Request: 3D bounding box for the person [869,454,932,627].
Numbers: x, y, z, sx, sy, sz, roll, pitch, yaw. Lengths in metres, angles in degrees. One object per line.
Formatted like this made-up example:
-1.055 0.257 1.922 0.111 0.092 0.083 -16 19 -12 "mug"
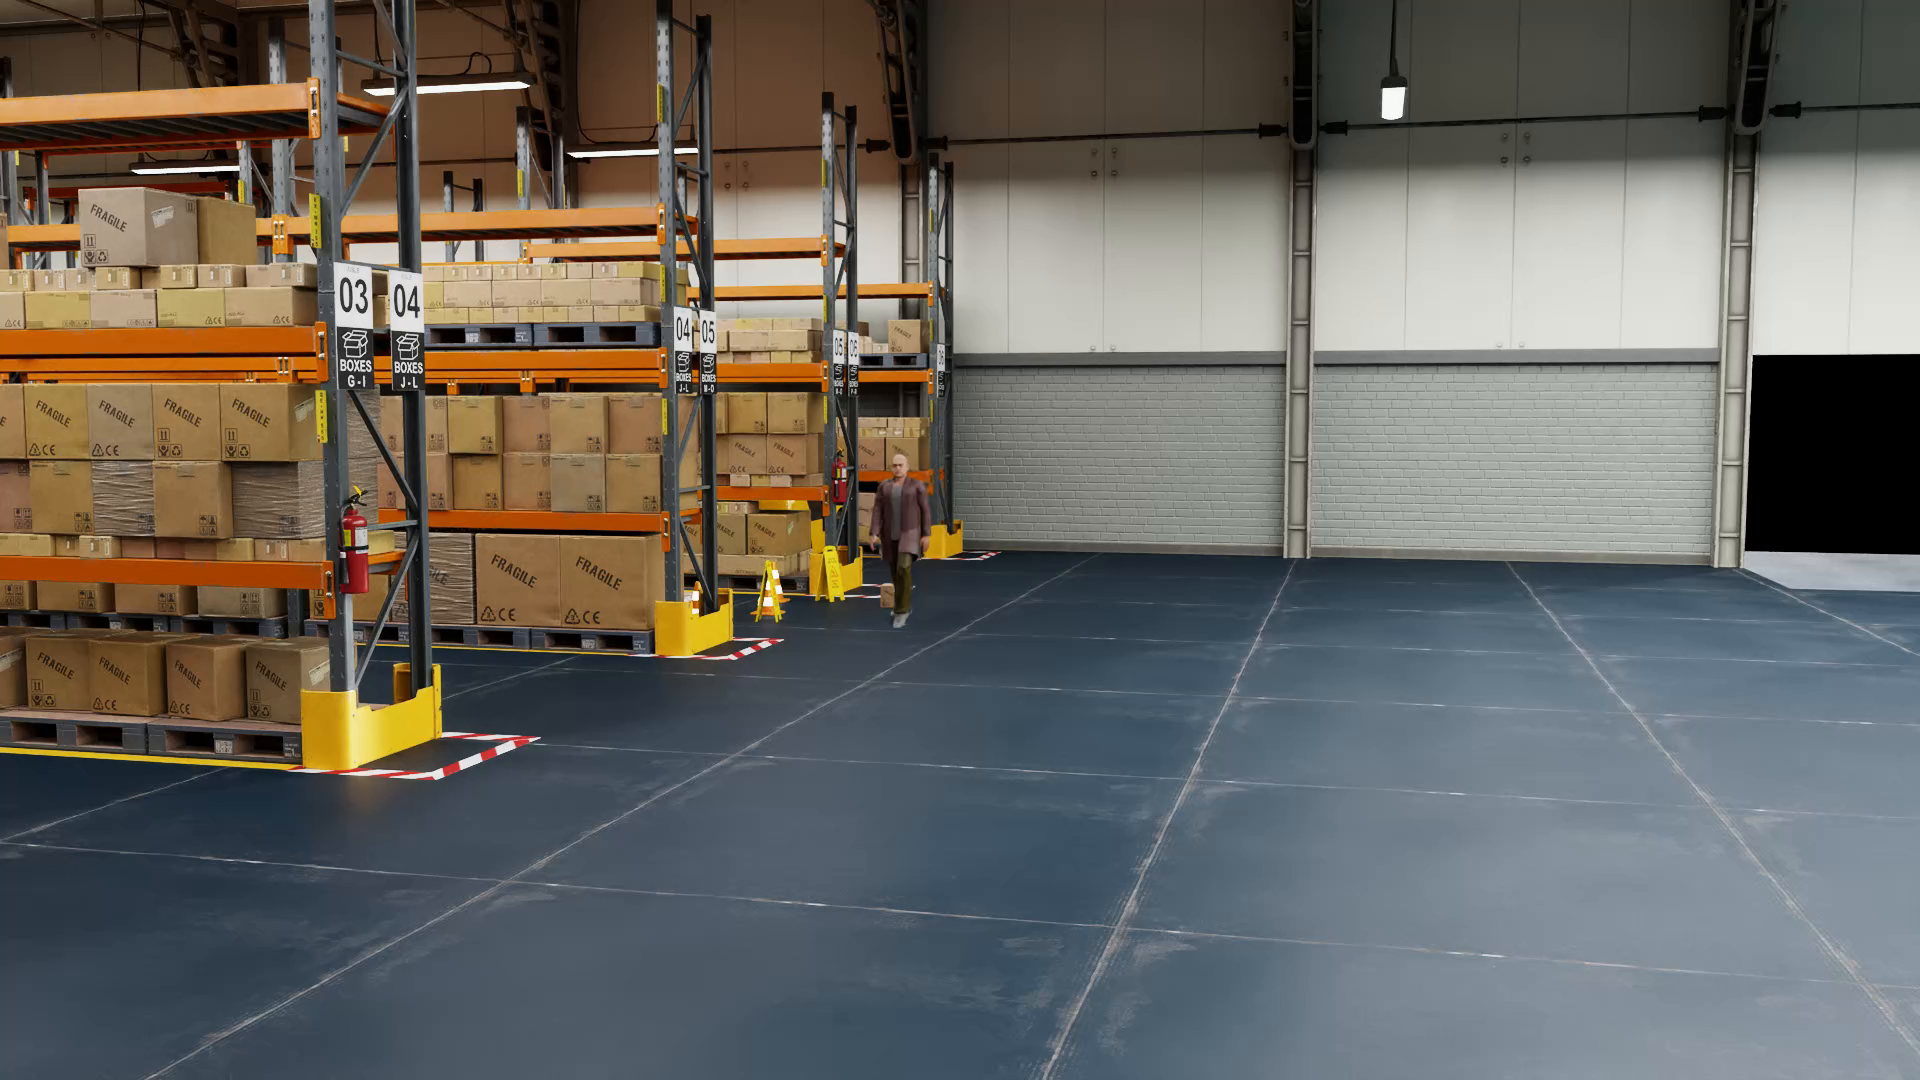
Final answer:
-0.627 0.013 17.575 0.606 1.845 0.770 2 5 21 "person"
